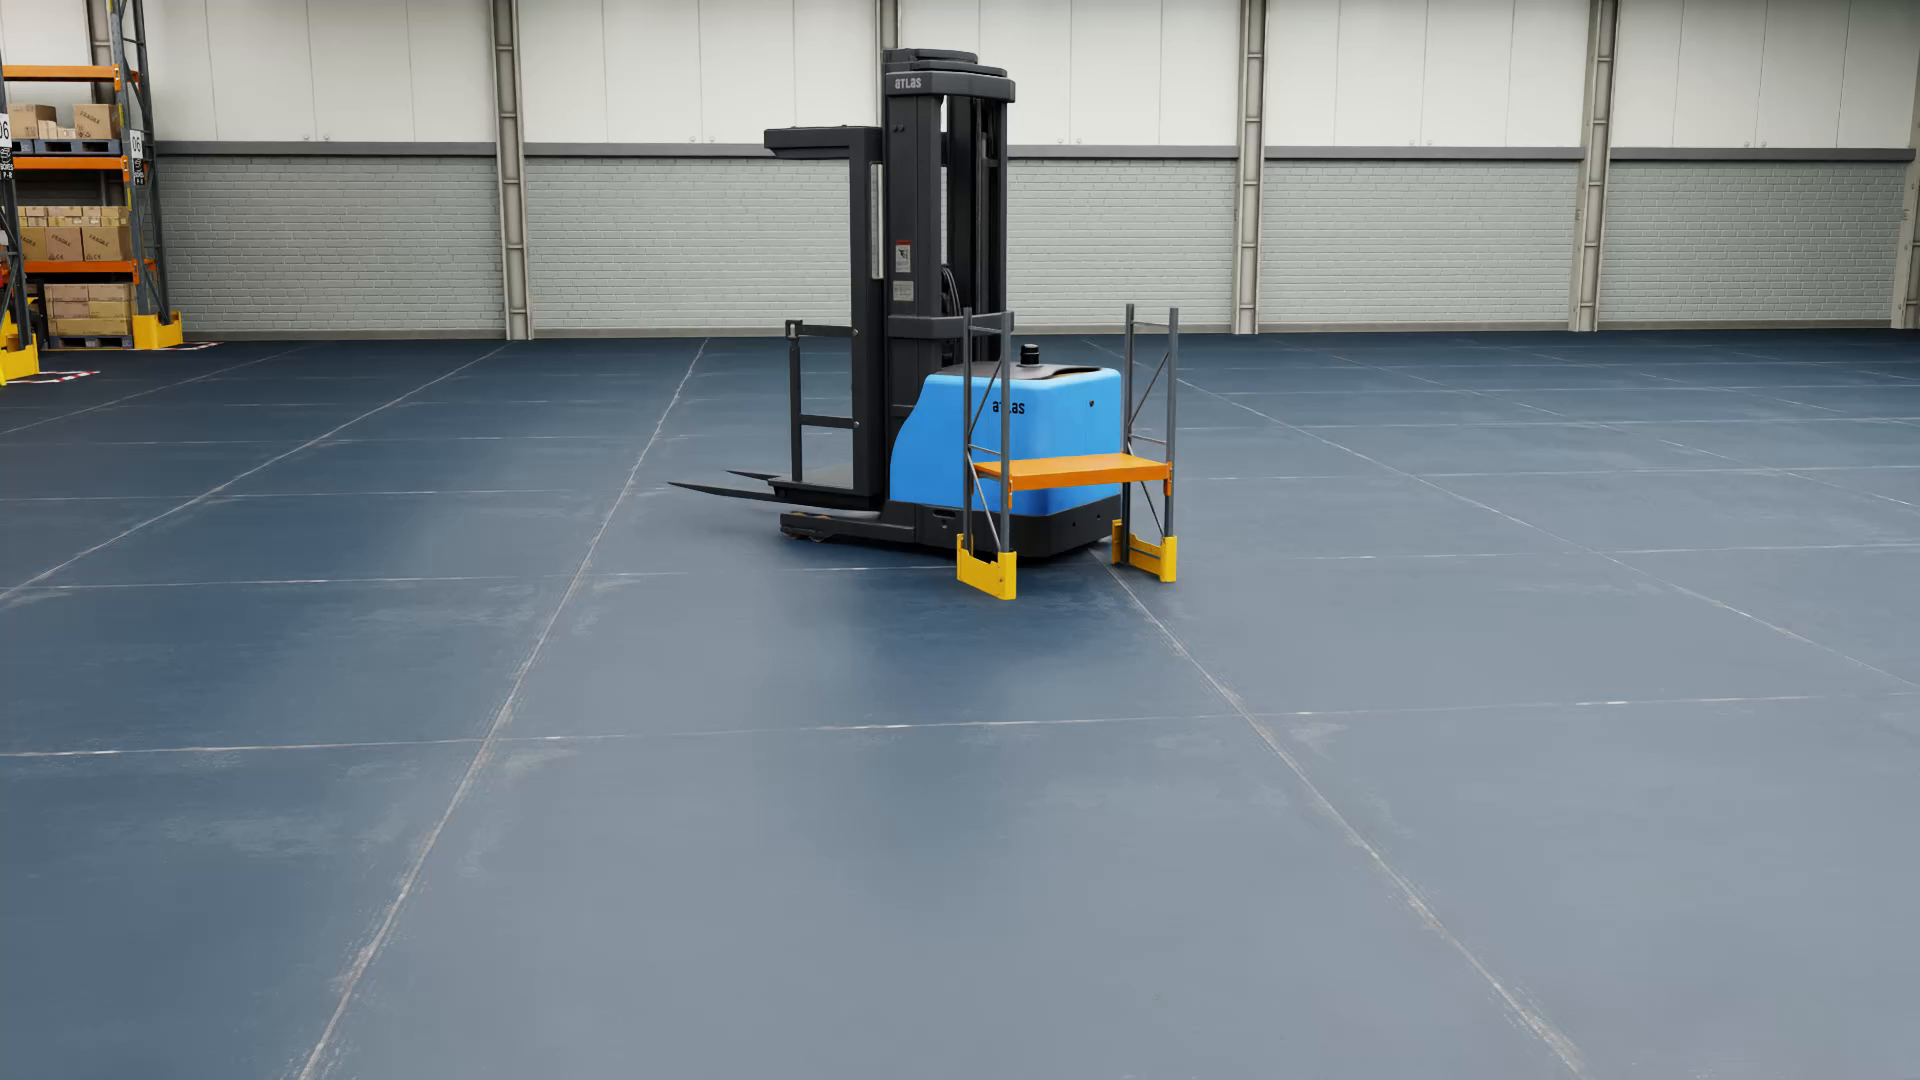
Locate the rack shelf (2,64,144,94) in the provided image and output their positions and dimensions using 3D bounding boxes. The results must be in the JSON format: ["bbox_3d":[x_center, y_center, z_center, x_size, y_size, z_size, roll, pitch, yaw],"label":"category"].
[{"bbox_3d":[-14.276,-6.793,24.496,4.000,0.370,1.077,-1,11,-6],"label":"rack shelf"}]

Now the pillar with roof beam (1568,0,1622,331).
[{"bbox_3d":[11.247,-7.217,23.749,0.400,9.000,9.100,-1,11,-6],"label":"pillar with roof beam"}]

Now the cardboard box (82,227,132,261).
[{"bbox_3d":[-12.749,-4.429,24.861,0.500,0.500,0.500,-1,11,-7],"label":"cardboard box"}]

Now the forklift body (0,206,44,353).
[{"bbox_3d":[-13.976,-3.635,23.280,1.214,2.155,2.313,-1,11,-6],"label":"forklift body"}]

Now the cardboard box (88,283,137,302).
[{"bbox_3d":[-12.712,-3.718,24.954,0.500,0.250,0.500,-1,11,-4],"label":"cardboard box"}]

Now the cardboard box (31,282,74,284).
[{"bbox_3d":[-13.781,-3.795,25.341,0.500,0.250,0.500,-1,11,-6],"label":"cardboard box"}]

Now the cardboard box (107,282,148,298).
[{"bbox_3d":[-12.786,-3.814,25.440,0.500,0.250,0.500,-1,11,-7],"label":"cardboard box"}]

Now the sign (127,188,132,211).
[{"bbox_3d":[-12.243,-5.020,24.513,0.005,0.325,0.100,-1,11,-6],"label":"sign"}]

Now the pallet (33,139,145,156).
[{"bbox_3d":[-12.994,-5.859,24.848,1.213,0.211,1.003,-1,11,-6],"label":"pallet"}]

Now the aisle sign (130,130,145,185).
[{"bbox_3d":[-12.191,-5.661,24.648,0.004,0.787,0.394,-1,11,-6],"label":"aisle sign"}]

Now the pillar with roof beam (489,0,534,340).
[{"bbox_3d":[-6.648,-6.842,21.842,0.400,9.000,9.100,-1,11,-6],"label":"pillar with roof beam"}]

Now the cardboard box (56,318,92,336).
[{"bbox_3d":[-13.216,-3.218,25.002,0.500,0.250,0.500,-1,11,-6],"label":"cardboard box"}]

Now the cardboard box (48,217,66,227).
[{"bbox_3d":[-13.365,-4.739,24.757,0.250,0.149,0.380,-1,11,-6],"label":"cardboard box"}]

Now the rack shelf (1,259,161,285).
[{"bbox_3d":[-14.276,-4.046,25.036,4.000,0.370,1.077,-1,11,-6],"label":"rack shelf"}]

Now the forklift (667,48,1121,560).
[{"bbox_3d":[-0.523,-1.504,10.418,3.031,2.935,1.130,7,13,32],"label":"forklift"}]

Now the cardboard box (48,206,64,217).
[{"bbox_3d":[-13.376,-4.893,24.770,0.250,0.149,0.380,-1,11,-6],"label":"cardboard box"}]

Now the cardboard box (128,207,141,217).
[{"bbox_3d":[-12.645,-4.988,25.250,0.250,0.149,0.380,-1,11,-7],"label":"cardboard box"}]

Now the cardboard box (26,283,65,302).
[{"bbox_3d":[-13.720,-3.694,24.831,0.500,0.250,0.500,-1,11,-5],"label":"cardboard box"}]

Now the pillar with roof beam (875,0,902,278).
[{"bbox_3d":[-0.683,-6.967,22.477,0.400,9.000,9.100,-1,11,-6],"label":"pillar with roof beam"}]

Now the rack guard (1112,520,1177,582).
[{"bbox_3d":[1.039,0.058,9.426,0.087,0.250,0.587,-5,12,-25],"label":"rack guard"}]

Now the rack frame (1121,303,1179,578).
[{"bbox_3d":[1.057,-0.557,9.314,0.032,1.500,0.500,-5,12,-25],"label":"rack frame"}]

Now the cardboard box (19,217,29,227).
[{"bbox_3d":[-13.875,-4.715,24.636,0.250,0.149,0.380,-1,11,-6],"label":"cardboard box"}]

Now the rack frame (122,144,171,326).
[{"bbox_3d":[-12.288,-4.440,25.178,0.127,3.000,1.000,-1,11,-6],"label":"rack frame"}]

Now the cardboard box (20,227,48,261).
[{"bbox_3d":[-13.775,-4.409,24.760,0.500,0.500,0.500,-1,11,-7],"label":"cardboard box"}]

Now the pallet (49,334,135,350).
[{"bbox_3d":[-13.044,-3.048,25.326,1.213,0.211,1.003,-1,11,-6],"label":"pallet"}]

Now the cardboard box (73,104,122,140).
[{"bbox_3d":[-12.702,-6.160,24.545,0.500,0.500,0.500,-1,11,-4],"label":"cardboard box"}]

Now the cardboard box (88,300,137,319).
[{"bbox_3d":[-12.738,-3.472,24.998,0.500,0.250,0.500,-1,11,-7],"label":"cardboard box"}]

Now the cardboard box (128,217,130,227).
[{"bbox_3d":[-12.653,-4.850,25.323,0.250,0.149,0.380,-1,11,-8],"label":"cardboard box"}]

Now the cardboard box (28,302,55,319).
[{"bbox_3d":[-13.749,-3.449,24.881,0.500,0.250,0.500,-1,11,-7],"label":"cardboard box"}]

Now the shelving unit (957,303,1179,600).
[{"bbox_3d":[0.590,-0.514,9.096,1.083,1.500,0.587,-5,12,-25],"label":"shelving unit"}]

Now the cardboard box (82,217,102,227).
[{"bbox_3d":[-12.853,-4.736,24.740,0.250,0.149,0.380,-1,11,-5],"label":"cardboard box"}]

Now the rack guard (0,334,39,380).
[{"bbox_3d":[-11.824,-2.260,20.570,0.348,0.500,1.175,-1,11,-6],"label":"rack guard"}]

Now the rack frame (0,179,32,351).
[{"bbox_3d":[-11.748,-3.489,20.337,0.127,3.000,1.000,-1,11,-6],"label":"rack frame"}]

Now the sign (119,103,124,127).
[{"bbox_3d":[-12.243,-6.203,24.281,0.005,0.325,0.100,-1,11,-6],"label":"sign"}]

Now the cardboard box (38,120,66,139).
[{"bbox_3d":[-13.331,-6.021,24.441,0.258,0.266,0.396,-1,11,-6],"label":"cardboard box"}]

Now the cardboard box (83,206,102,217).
[{"bbox_3d":[-12.863,-4.895,24.778,0.250,0.149,0.380,-1,11,-6],"label":"cardboard box"}]

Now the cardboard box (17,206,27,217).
[{"bbox_3d":[-13.879,-4.860,24.601,0.250,0.149,0.380,-1,11,-5],"label":"cardboard box"}]
